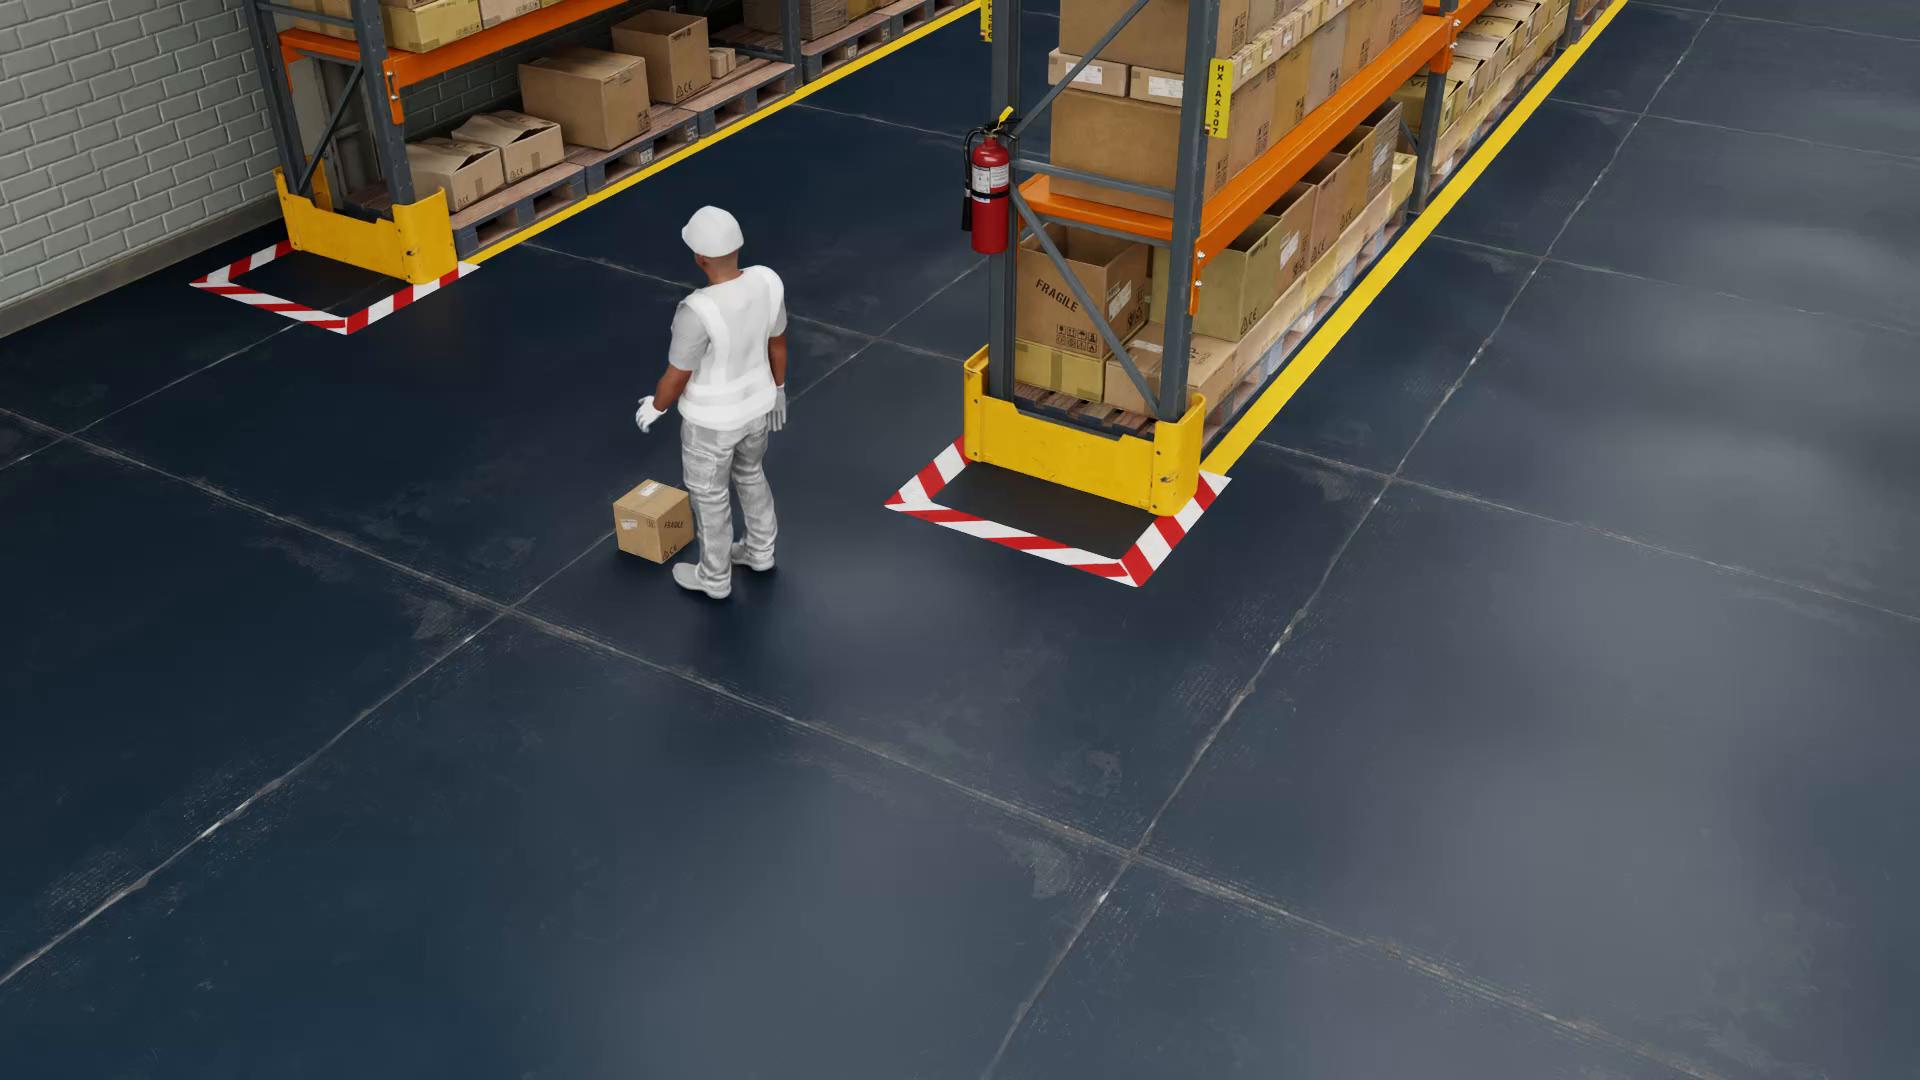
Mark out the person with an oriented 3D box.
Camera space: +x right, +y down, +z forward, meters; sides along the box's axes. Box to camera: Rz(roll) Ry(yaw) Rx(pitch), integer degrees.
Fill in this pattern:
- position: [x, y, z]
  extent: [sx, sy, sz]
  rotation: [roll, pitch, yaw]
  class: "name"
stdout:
- position: [-1.017, -0.551, 6.930]
  extent: [0.494, 1.808, 0.569]
  rotation: [22, 40, 29]
  class: "person"
